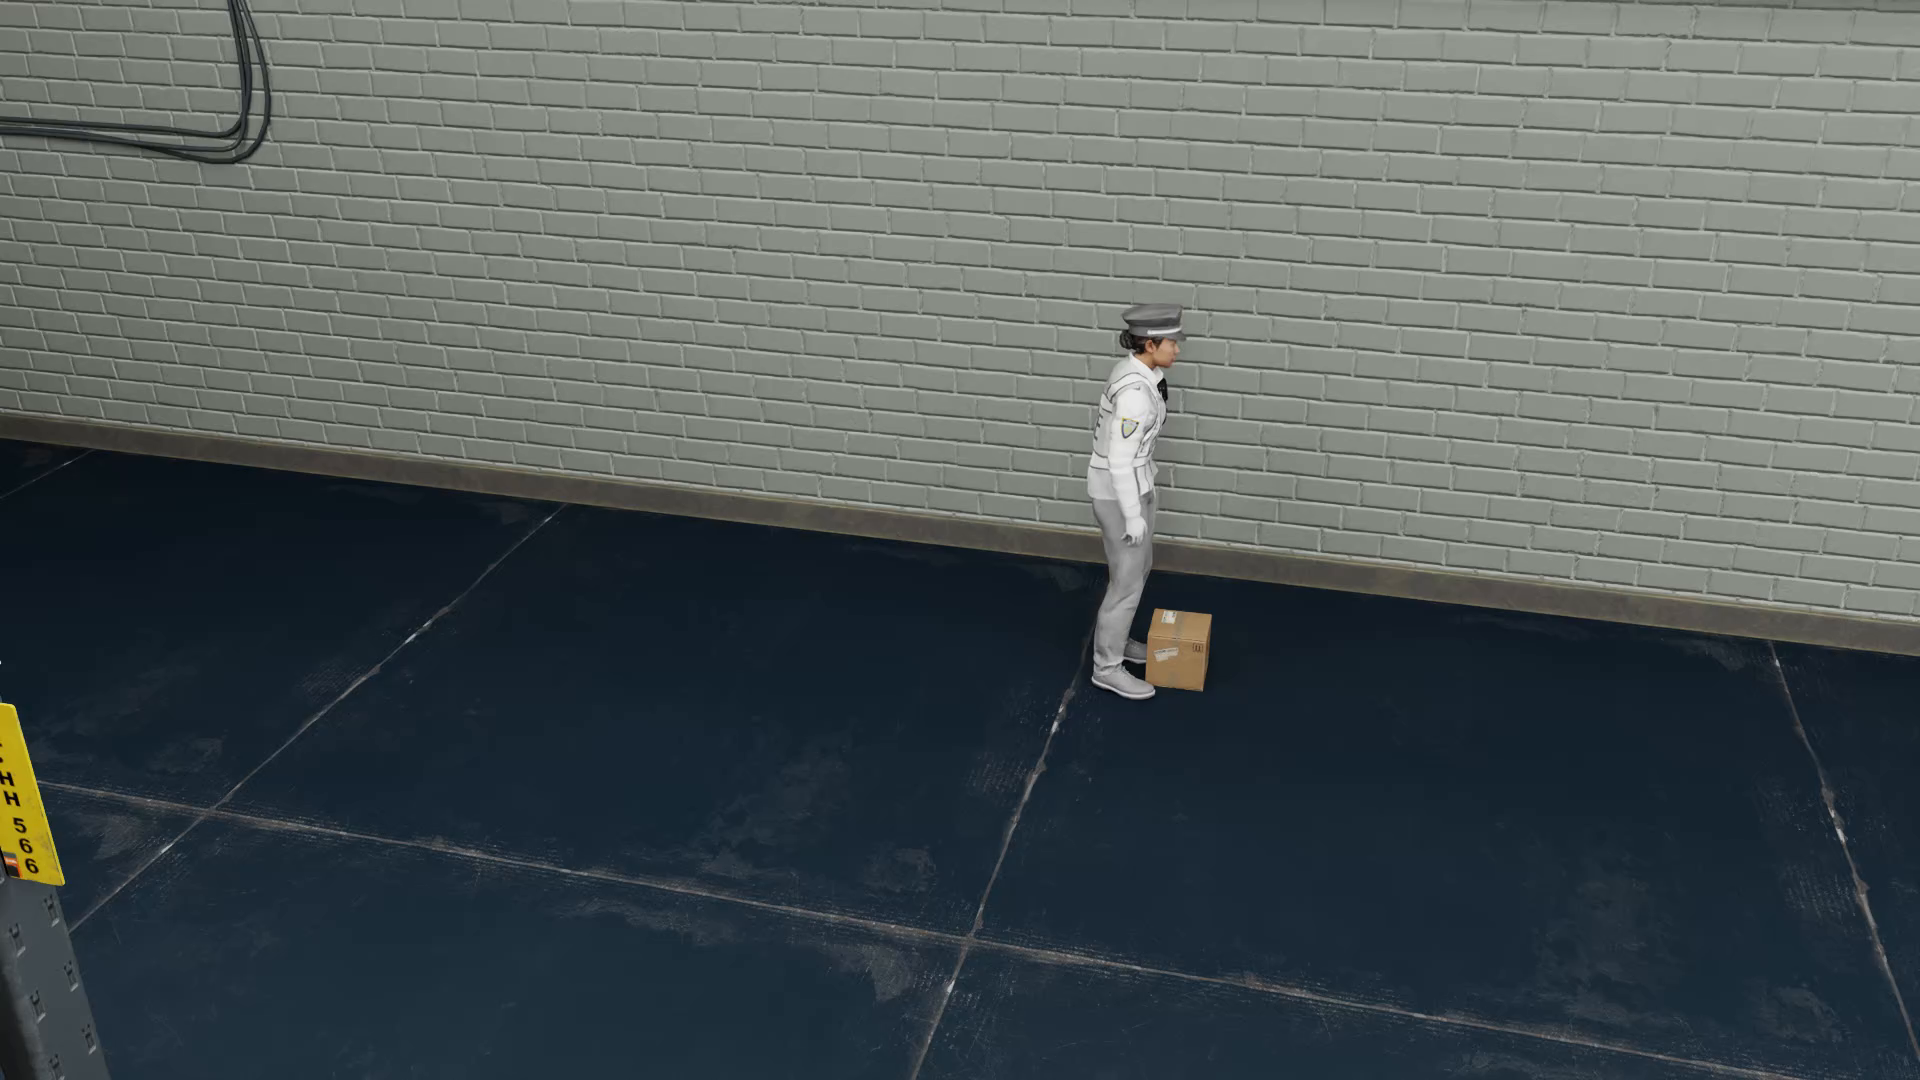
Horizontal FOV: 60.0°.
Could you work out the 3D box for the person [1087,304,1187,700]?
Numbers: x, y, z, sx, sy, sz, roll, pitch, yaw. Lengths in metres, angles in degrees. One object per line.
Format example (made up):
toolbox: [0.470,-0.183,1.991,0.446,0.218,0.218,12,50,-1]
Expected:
person: [0.723,-0.185,6.993,0.375,1.664,0.540,6,26,11]
